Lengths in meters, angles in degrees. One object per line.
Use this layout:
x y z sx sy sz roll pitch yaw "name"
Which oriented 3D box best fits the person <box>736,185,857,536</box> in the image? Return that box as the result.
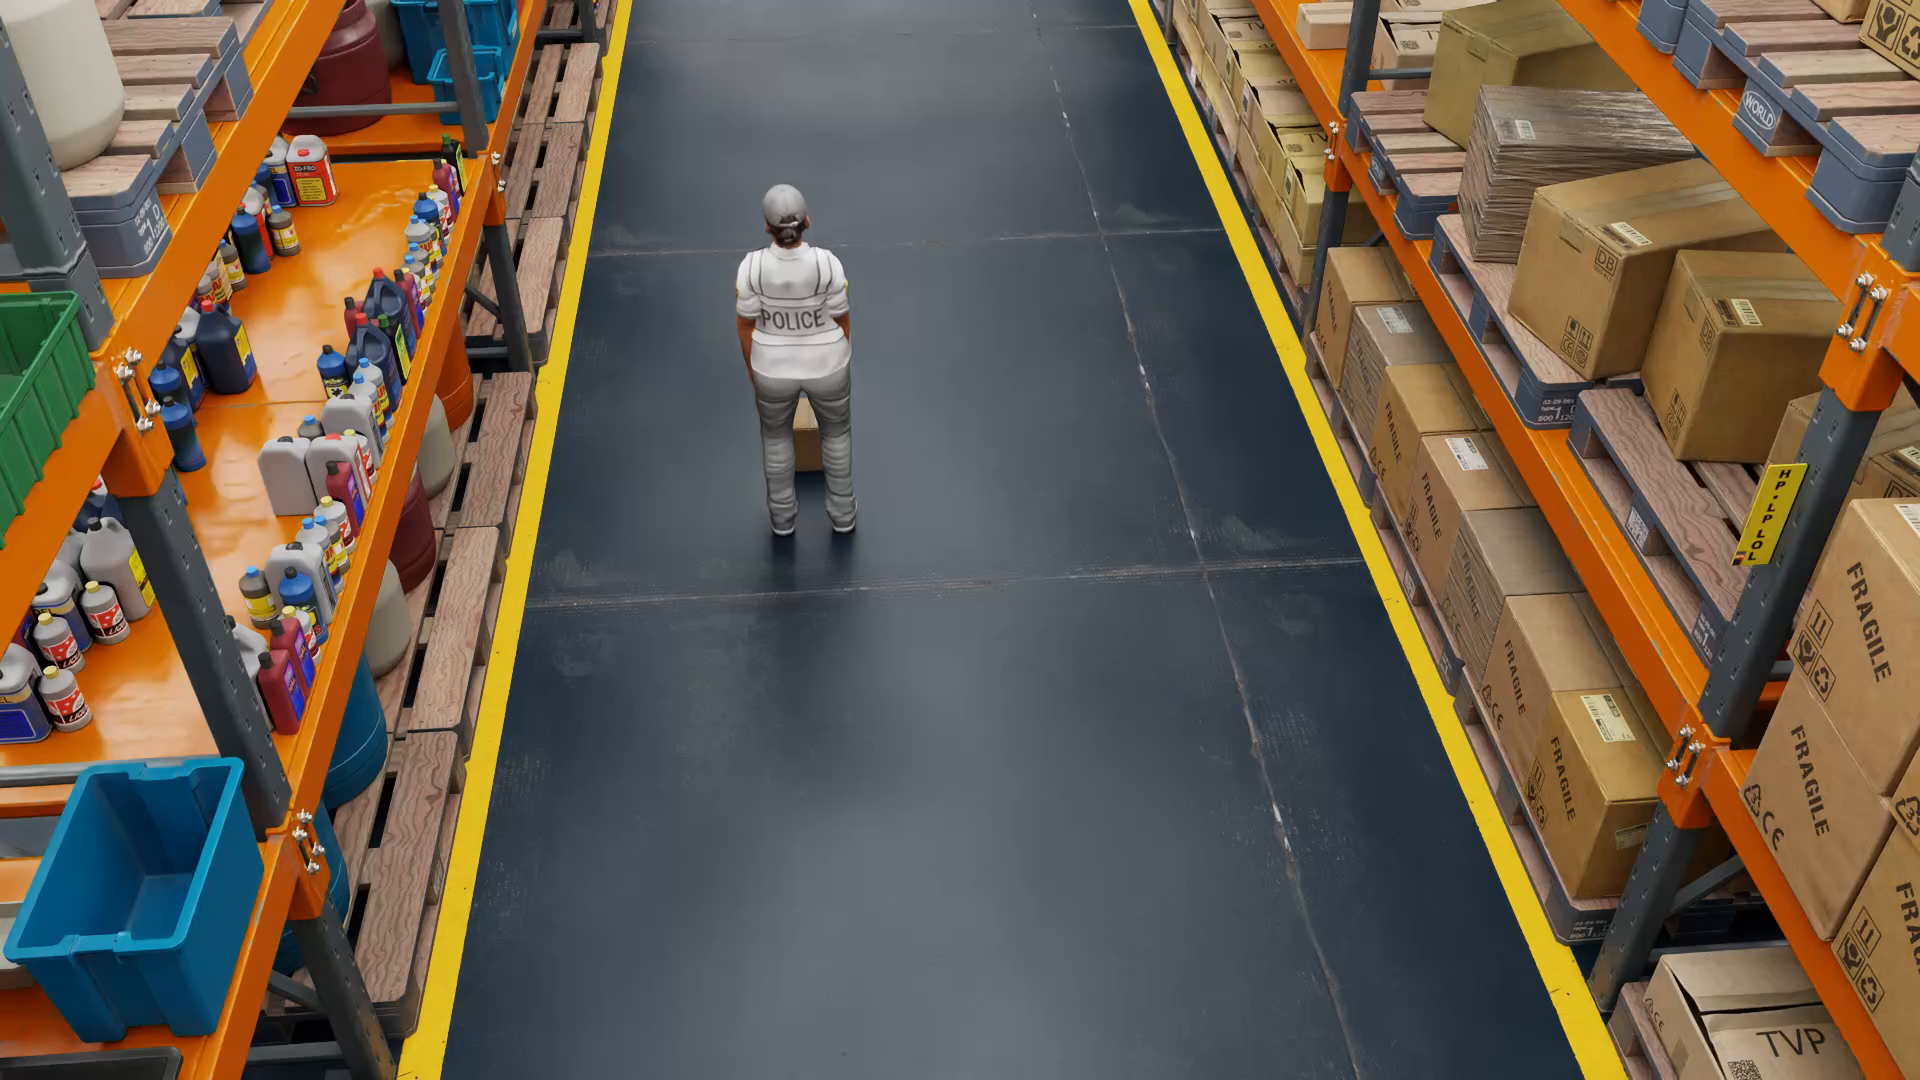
-0.693 -0.745 7.068 0.469 1.659 0.390 -2 39 -3 "person"
